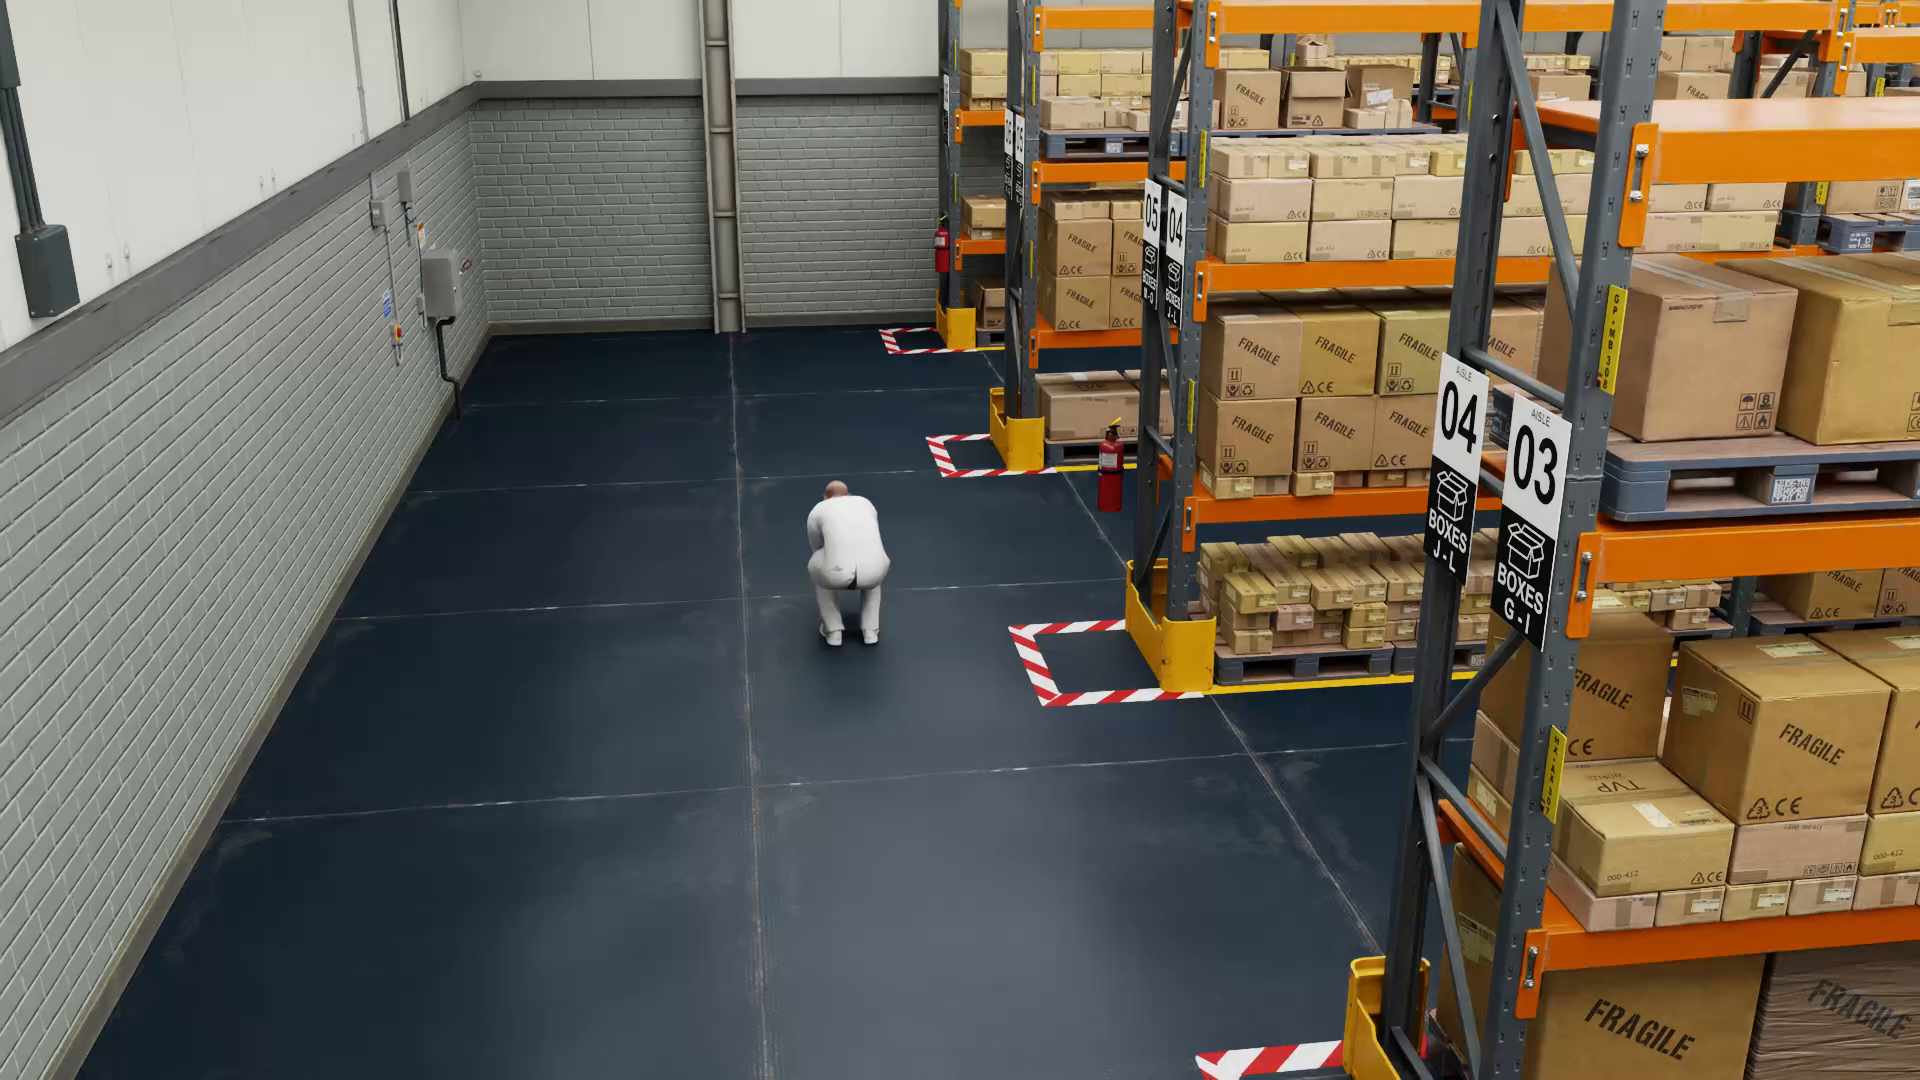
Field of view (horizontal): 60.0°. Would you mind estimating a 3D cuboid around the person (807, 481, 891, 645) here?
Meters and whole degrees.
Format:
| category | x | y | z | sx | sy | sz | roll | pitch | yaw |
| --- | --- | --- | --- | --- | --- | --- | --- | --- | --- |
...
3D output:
| category | x | y | z | sx | sy | sz | roll | pitch | yaw |
| --- | --- | --- | --- | --- | --- | --- | --- | --- | --- |
| person | -0.797 | 0.165 | 11.783 | 0.591 | 1.004 | 0.940 | -3 | 20 | -10 |
